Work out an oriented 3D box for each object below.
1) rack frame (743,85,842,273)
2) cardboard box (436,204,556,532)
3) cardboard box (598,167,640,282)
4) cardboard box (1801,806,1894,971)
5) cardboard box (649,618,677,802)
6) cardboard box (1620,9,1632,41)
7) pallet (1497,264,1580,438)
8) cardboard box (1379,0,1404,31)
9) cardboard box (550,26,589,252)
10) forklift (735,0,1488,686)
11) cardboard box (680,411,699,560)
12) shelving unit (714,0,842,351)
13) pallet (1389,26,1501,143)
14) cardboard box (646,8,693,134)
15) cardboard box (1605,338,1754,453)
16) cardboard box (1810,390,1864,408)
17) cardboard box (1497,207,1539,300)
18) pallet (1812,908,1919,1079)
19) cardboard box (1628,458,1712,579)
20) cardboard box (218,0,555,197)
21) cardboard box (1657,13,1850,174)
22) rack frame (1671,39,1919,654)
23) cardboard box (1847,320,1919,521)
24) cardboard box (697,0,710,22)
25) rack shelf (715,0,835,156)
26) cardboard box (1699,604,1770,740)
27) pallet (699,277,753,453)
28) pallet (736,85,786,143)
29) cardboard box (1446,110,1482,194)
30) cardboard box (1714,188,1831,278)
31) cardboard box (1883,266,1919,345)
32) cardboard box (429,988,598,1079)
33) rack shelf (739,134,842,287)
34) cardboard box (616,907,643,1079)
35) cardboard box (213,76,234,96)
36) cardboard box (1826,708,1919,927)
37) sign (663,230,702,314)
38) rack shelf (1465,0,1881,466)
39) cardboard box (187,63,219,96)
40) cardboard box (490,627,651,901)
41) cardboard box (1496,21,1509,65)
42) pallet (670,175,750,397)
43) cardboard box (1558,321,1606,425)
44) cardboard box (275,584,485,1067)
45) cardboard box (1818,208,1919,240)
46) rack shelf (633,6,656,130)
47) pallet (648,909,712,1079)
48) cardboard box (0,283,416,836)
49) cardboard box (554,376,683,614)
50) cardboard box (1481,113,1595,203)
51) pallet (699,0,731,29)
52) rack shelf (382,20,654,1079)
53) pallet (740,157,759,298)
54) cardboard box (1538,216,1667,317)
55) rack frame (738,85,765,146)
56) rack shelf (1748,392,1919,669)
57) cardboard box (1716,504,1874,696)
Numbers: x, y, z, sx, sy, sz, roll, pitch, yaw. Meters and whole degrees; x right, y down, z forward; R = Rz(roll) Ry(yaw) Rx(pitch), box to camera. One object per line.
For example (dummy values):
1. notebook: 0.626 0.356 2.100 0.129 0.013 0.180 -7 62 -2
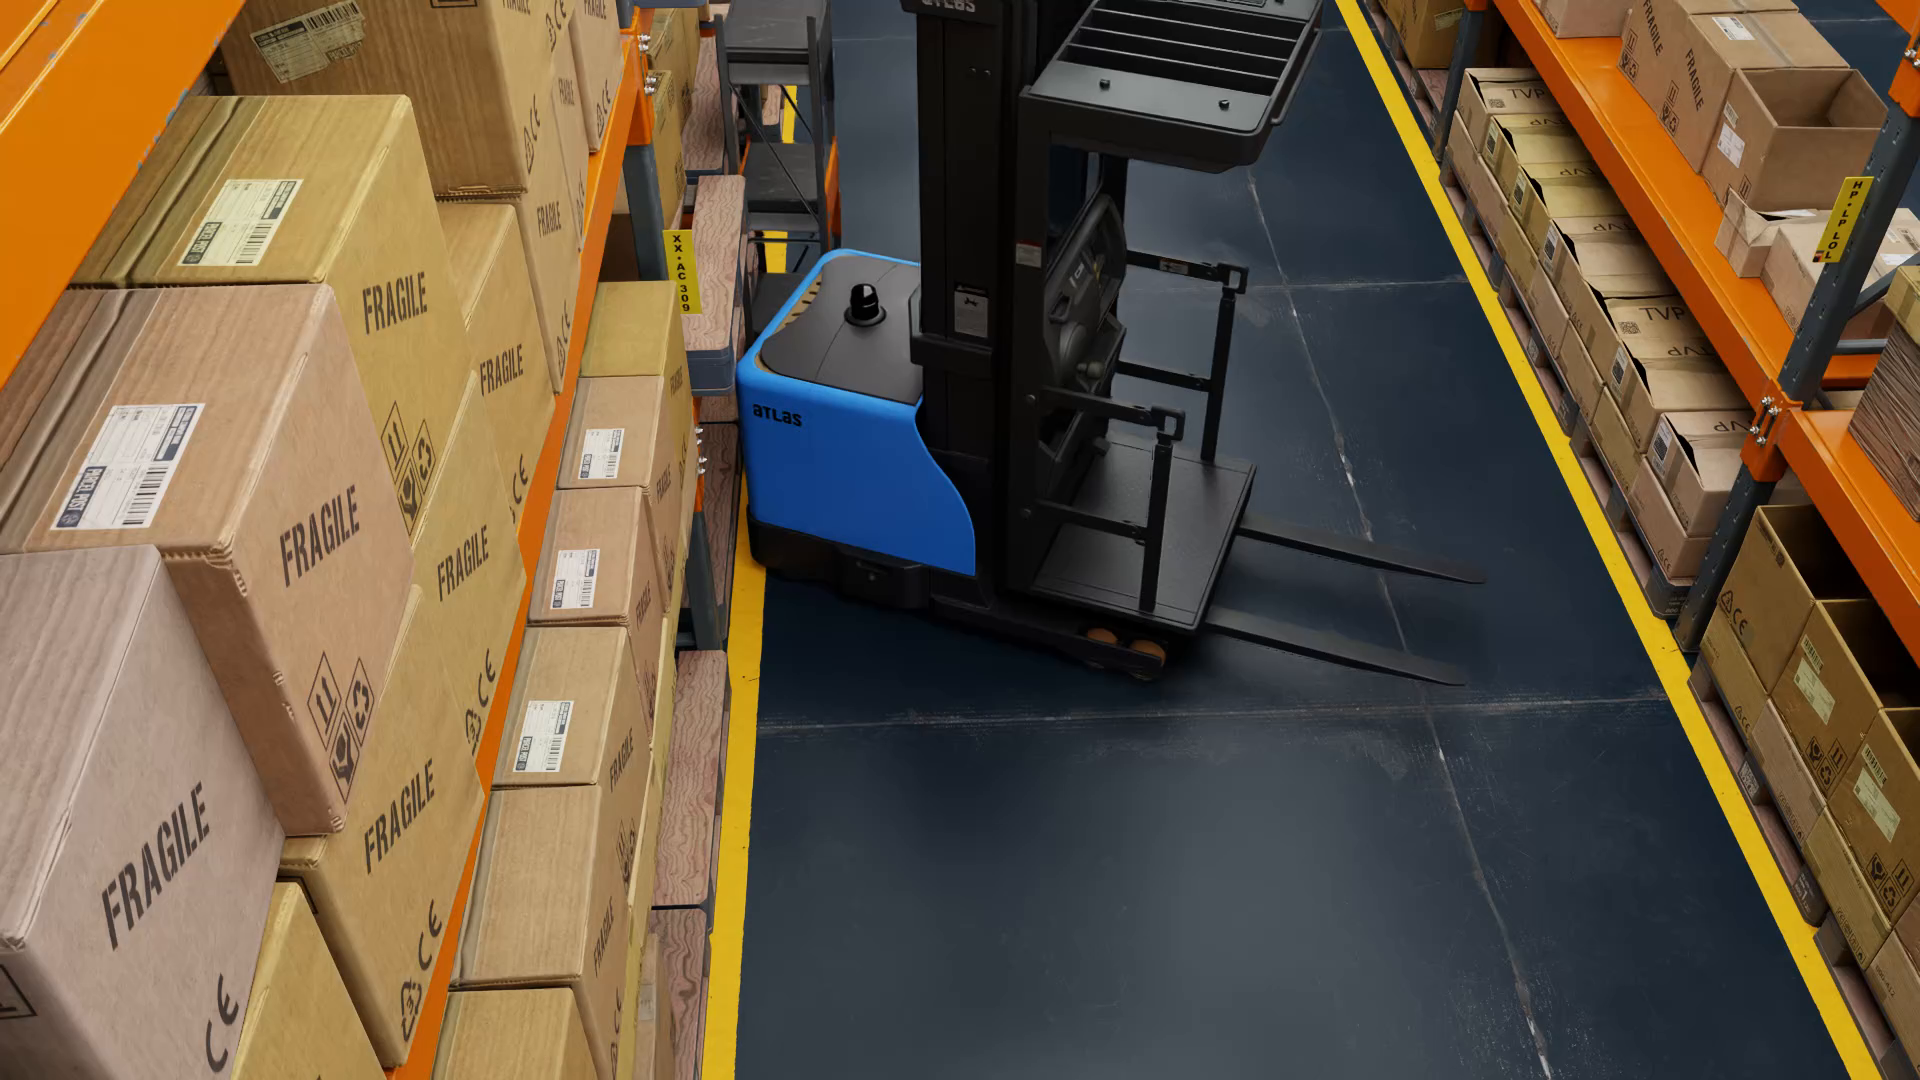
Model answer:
1. rack frame: -0.757 -1.639 7.619 0.400 2.100 0.015 2 44 1
2. cardboard box: -1.115 -0.302 3.201 0.500 0.500 0.500 1 43 1
3. cardboard box: -1.451 -1.088 5.967 0.700 0.500 0.500 -2 43 -2
4. cardboard box: 3.235 1.167 5.631 0.500 0.250 0.500 -2 43 -2
5. cardboard box: -1.091 0.490 4.741 0.500 0.250 0.500 -2 43 -2
6. cardboard box: 3.426 -2.438 8.025 0.380 0.149 0.250 1 43 1
7. pallet: 3.361 -0.983 8.316 1.003 0.211 1.213 -2 43 -2
8. cardboard box: 3.020 -3.604 10.636 0.500 0.500 0.500 -3 43 -3
9. cardboard box: -1.186 -1.019 3.983 0.500 0.500 0.500 -5 43 -5
10. forklift: 0.660 -0.919 6.234 3.031 2.935 1.130 14 44 15
11. cardboard box: -1.140 -0.186 5.478 0.500 0.250 0.500 -2 43 -2
12. shelving unit: -0.766 -1.471 7.442 0.431 2.100 0.503 2 44 1
13. pallet: 3.322 -2.867 10.371 1.003 0.211 1.213 -2 43 -2
14. cardboard box: -1.526 -1.909 6.863 0.700 0.500 0.500 4 43 4
15. cardboard box: 3.154 -0.653 7.202 0.500 0.311 0.500 -1 43 -1
16. cardboard box: 3.701 -0.661 7.210 0.500 0.311 0.500 -2 43 -2
17. cardboard box: 3.095 -1.479 8.517 0.500 0.250 0.500 -3 43 -3
18. pallet: 3.533 1.702 5.386 1.003 0.211 1.213 -2 43 -2
19. cardboard box: 3.179 -0.102 7.015 0.500 0.250 0.500 -2 43 -2
20. cardboard box: -1.105 -1.011 3.234 0.500 0.500 0.500 -3 43 -3
21. cardboard box: 3.426 -1.939 7.221 0.500 0.500 0.500 -2 43 -2
22. rack frame: 3.486 -0.689 5.932 1.000 3.000 0.127 -2 43 -2
23. cardboard box: 3.511 -0.427 5.571 0.700 0.500 0.500 -3 43 -3
24. cardboard box: -1.552 -2.750 7.781 0.700 0.500 0.500 -5 43 -6
25. rack shelf: -0.762 -1.969 6.969 0.431 0.518 0.480 2 44 1
26. cardboard box: 3.203 0.491 6.368 0.500 0.250 0.500 -2 43 -2
27. pallet: -1.552 -0.868 8.190 1.003 0.211 1.213 -2 43 -2
28. pallet: -1.591 -2.751 10.245 1.003 0.211 1.213 -2 43 -2
29. cardboard box: 3.045 -2.169 9.270 0.500 0.250 0.500 -2 43 -2
30. cardboard box: 3.265 -1.228 6.619 0.396 0.266 0.258 -3 43 -3
31. cardboard box: 3.304 -0.778 5.475 0.380 0.149 0.250 -2 43 -2
32. cardboard box: -1.024 1.262 3.344 0.500 0.500 0.500 -2 43 -2
33. rack shelf: -0.766 -1.461 7.452 0.431 0.518 0.480 2 44 1
34. cardboard box: -1.049 1.171 3.999 0.500 0.250 0.500 -2 43 -2
35. cardboard box: -1.632 -0.652 3.583 0.500 0.500 0.500 -2 43 -2
36. cardboard box: 3.235 0.890 5.378 0.500 0.500 0.500 -2 43 -2
37. sign: -0.921 -0.884 5.504 0.100 0.325 0.005 -2 43 -2
38. rack shelf: 3.401 -1.774 7.648 1.077 0.370 4.000 -2 43 -2
39. cardboard box: -1.620 -0.688 2.881 0.500 0.500 0.500 -2 43 -2
40. cardboard box: -1.074 0.565 4.104 0.500 0.500 0.500 0 43 0
41. cardboard box: 3.554 -3.299 10.303 0.500 0.500 0.500 -3 43 -3
42. pallet: -1.350 -0.994 6.406 1.003 0.211 1.213 -2 43 -2
43. cardboard box: 3.137 -0.789 7.765 0.500 0.250 0.500 -1 43 -1
44. cardboard box: -1.045 0.409 2.425 0.500 0.500 0.500 1 43 1
45. cardboard box: 3.653 -1.201 6.676 0.380 0.149 0.250 -2 43 -2
46. rack shelf: -1.548 -2.735 6.476 1.077 0.370 4.000 -2 43 -2
47. pallet: -1.344 1.761 5.322 1.003 0.211 1.213 -2 43 -2
48. cardboard box: -1.038 0.030 2.098 0.500 0.500 0.500 -2 43 -2
49. cardboard box: -1.107 -0.126 4.859 0.500 0.500 0.500 -2 43 -2
50. cardboard box: 3.076 -2.021 8.694 0.500 0.311 0.500 -3 43 -3
51. pallet: -1.496 -2.696 8.263 1.213 0.211 1.003 -2 43 -2
52. rack shelf: -1.378 -0.035 3.530 1.077 0.370 4.000 -2 43 -2
53. pallet: -1.601 -1.689 9.087 1.003 0.211 1.213 -2 43 -2
54. cardboard box: 3.117 -1.330 7.940 0.500 0.311 0.500 -2 43 -2
55. rack frame: -1.633 -3.245 8.720 1.000 3.000 0.127 -2 43 -2
56. rack shelf: 3.571 0.926 4.702 1.077 0.370 4.000 -2 43 -2
57. cardboard box: 3.193 0.215 6.114 0.500 0.500 0.500 -2 43 -2
